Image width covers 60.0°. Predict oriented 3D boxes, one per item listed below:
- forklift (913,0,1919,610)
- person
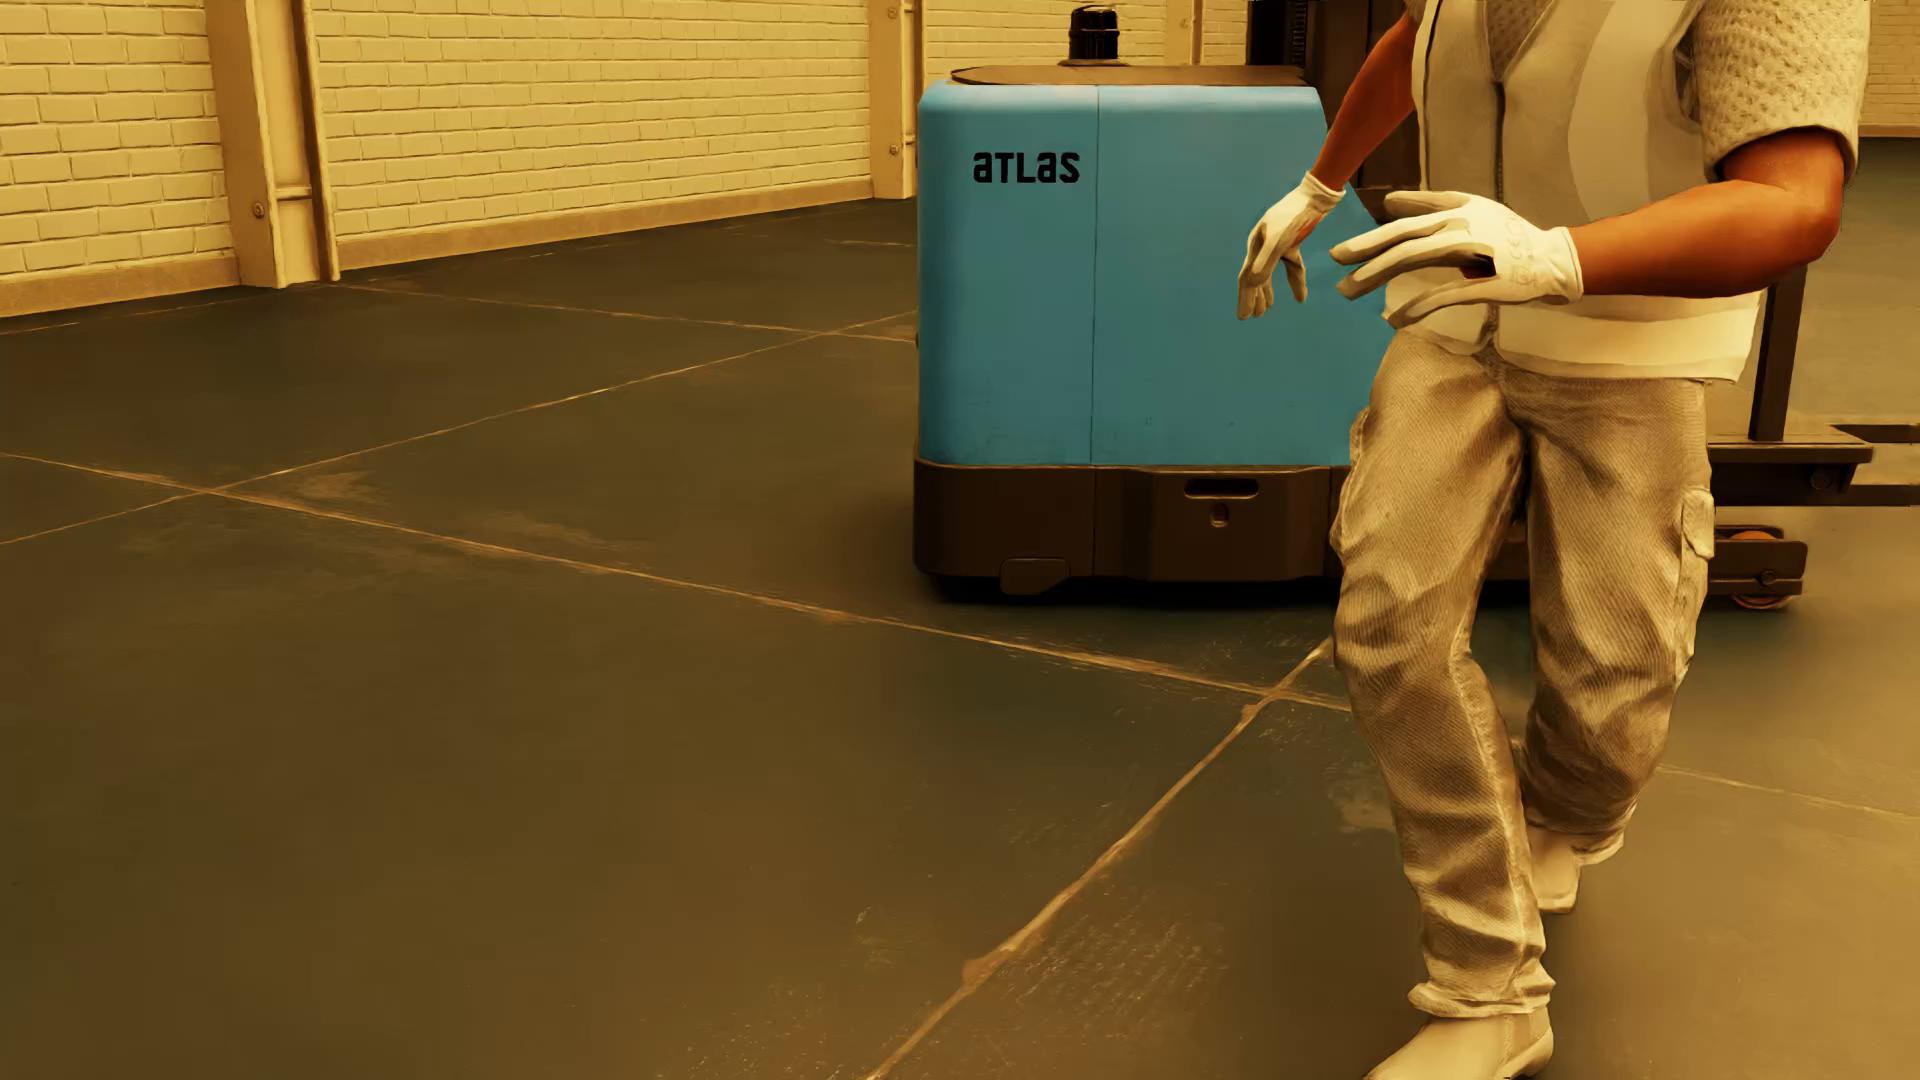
[{"bbox_3d":[1.414,-1.408,3.632,3.031,2.935,1.130,0,16,0],"label":"forklift"},{"bbox_3d":[0.550,-0.217,1.913,0.854,1.646,0.874,-16,23,-43],"label":"person"}]
